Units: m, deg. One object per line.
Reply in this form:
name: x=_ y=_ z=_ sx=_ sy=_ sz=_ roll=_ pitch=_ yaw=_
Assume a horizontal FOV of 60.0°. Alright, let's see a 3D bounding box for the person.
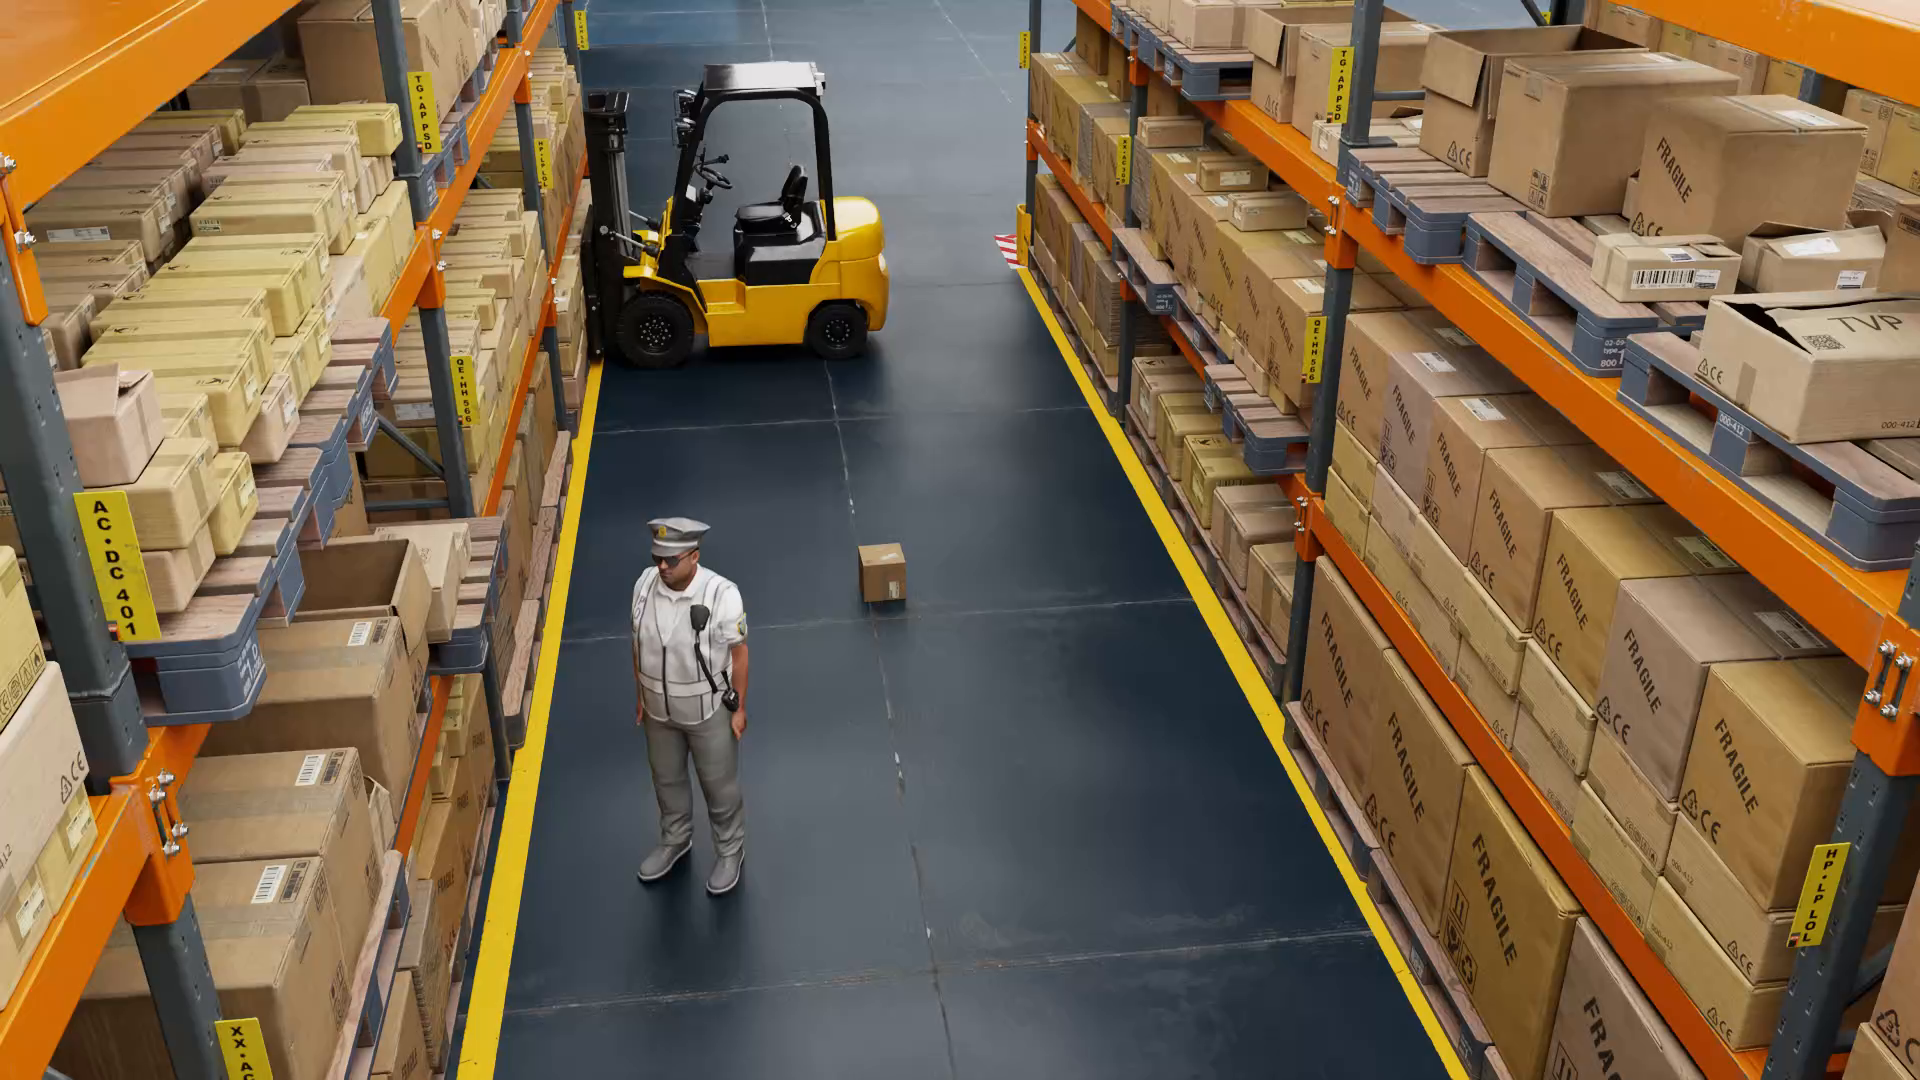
person: x=-1.177 y=0.703 z=7.207 sx=0.527 sy=1.773 sz=0.395 roll=8 pitch=28 yaw=15
